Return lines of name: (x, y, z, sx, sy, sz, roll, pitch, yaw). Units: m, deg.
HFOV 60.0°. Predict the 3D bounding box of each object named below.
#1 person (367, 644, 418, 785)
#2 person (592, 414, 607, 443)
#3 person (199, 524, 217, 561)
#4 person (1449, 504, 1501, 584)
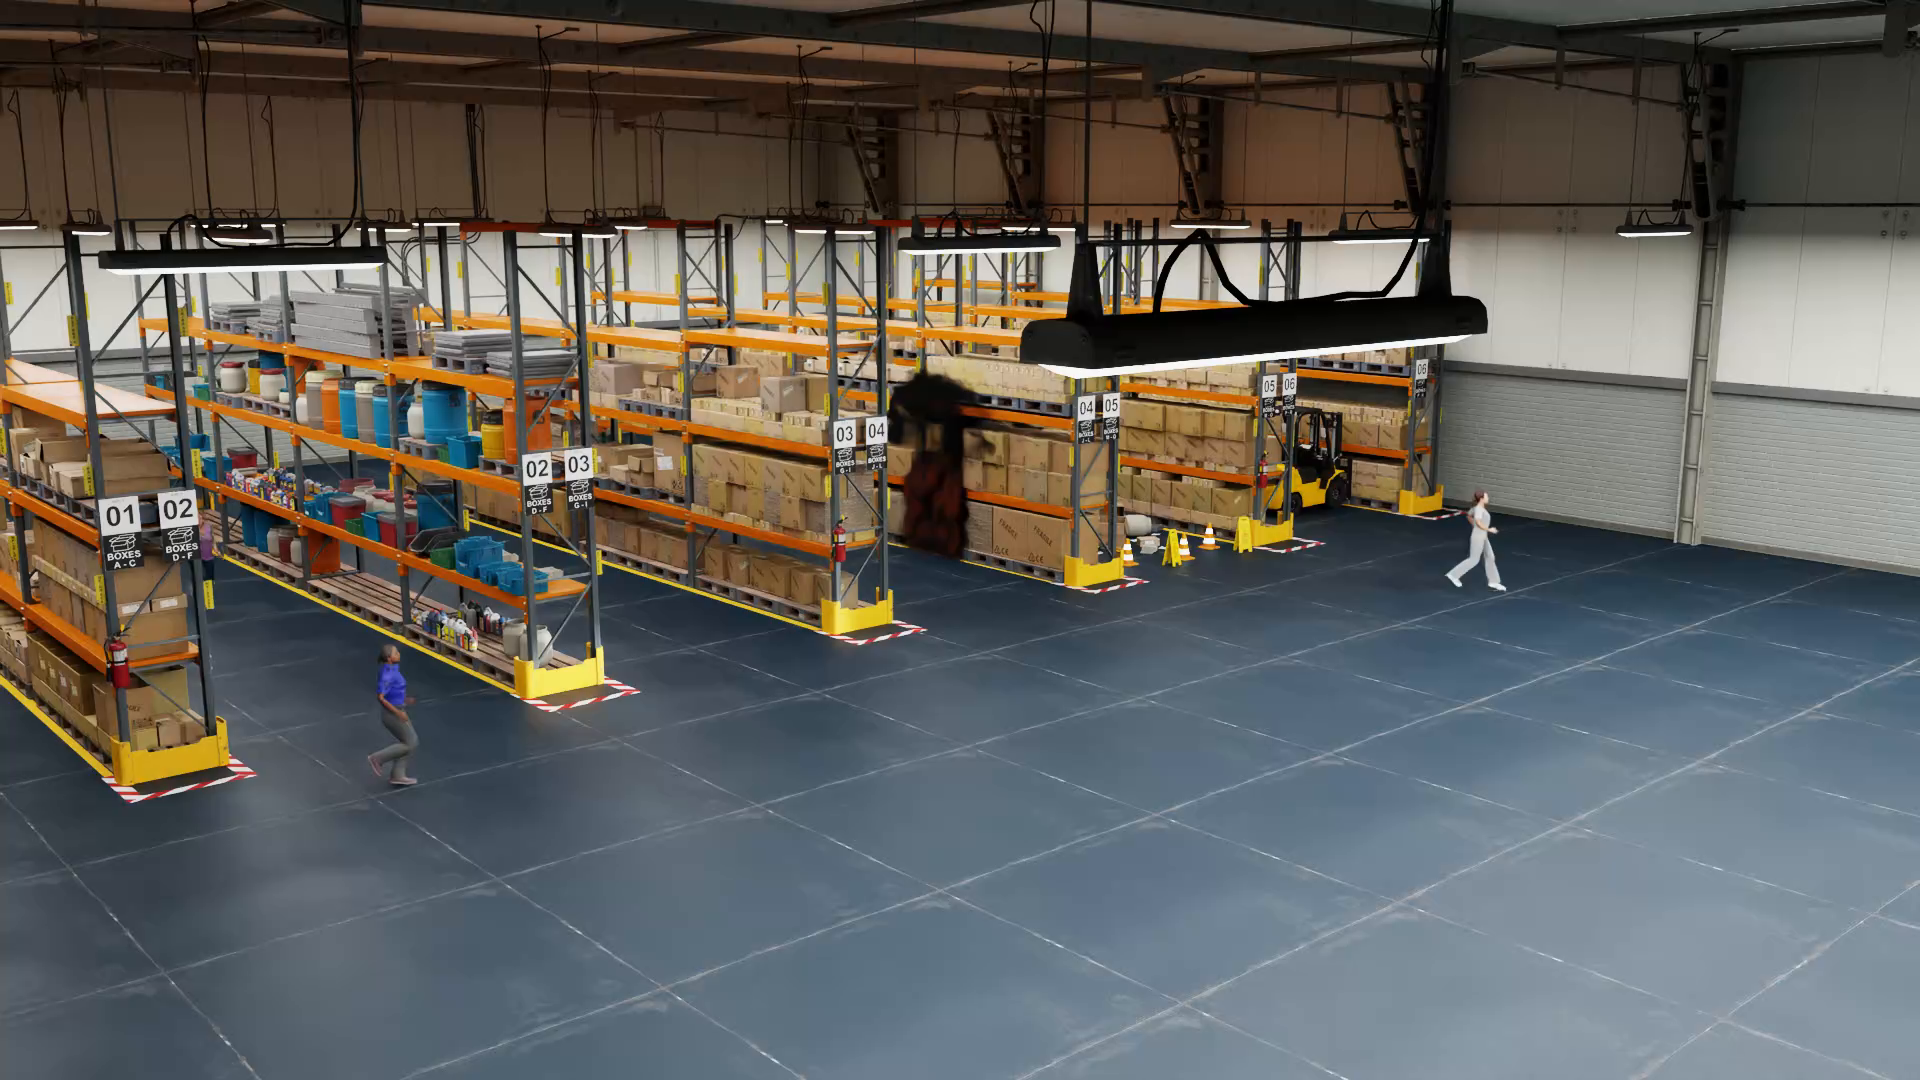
person: (-6.256, 1.931, 18.296, 0.564, 1.617, 0.576, -4, 12, -19)
person: (-8.799, -2.662, 40.837, 0.817, 1.718, 0.705, -7, 14, -32)
person: (-12.056, 0.042, 26.379, 0.336, 0.572, 0.525, 10, 15, 41)
person: (8.602, 0.064, 27.673, 0.828, 1.321, 0.557, 4, 12, 18)
